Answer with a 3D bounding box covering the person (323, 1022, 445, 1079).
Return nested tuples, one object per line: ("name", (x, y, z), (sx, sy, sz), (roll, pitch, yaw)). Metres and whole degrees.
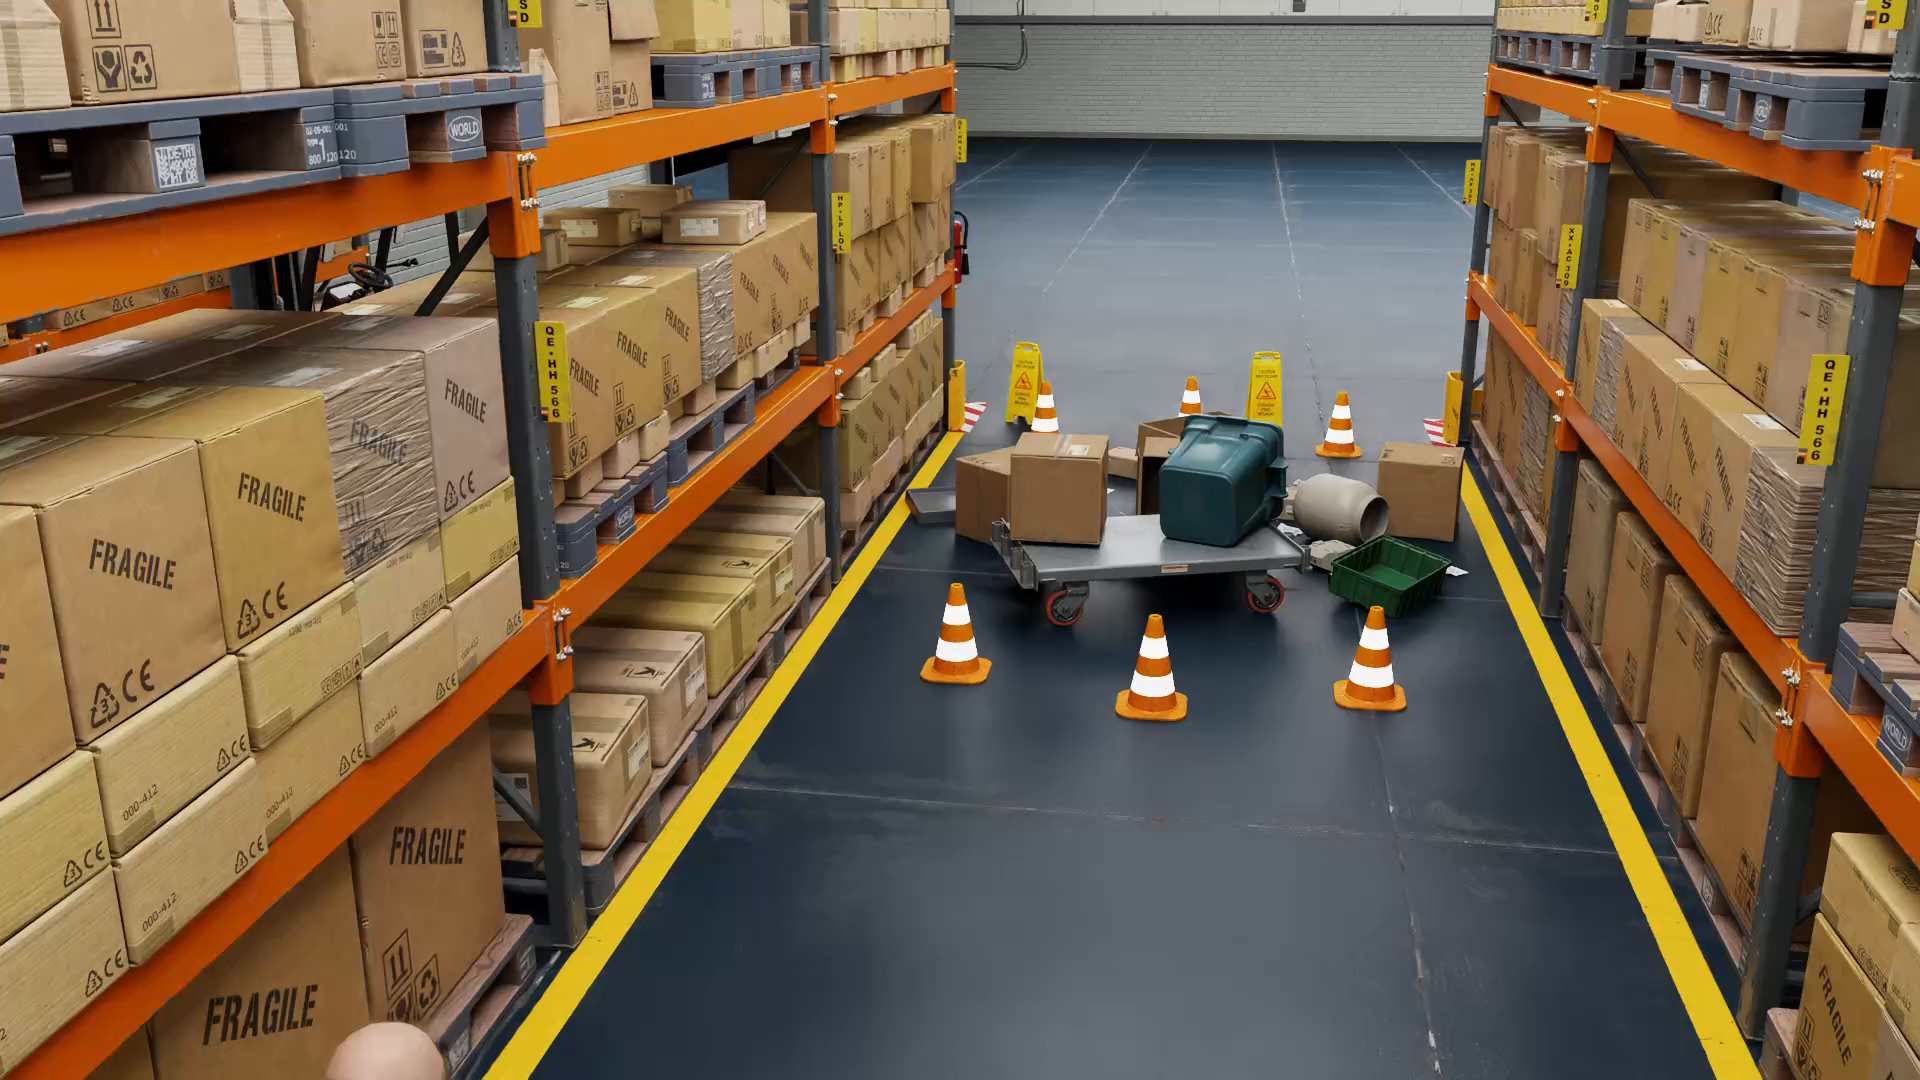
("person", (-0.899, 1.575, 2.601), (0.593, 1.719, 1.135), (4, 18, 12))
